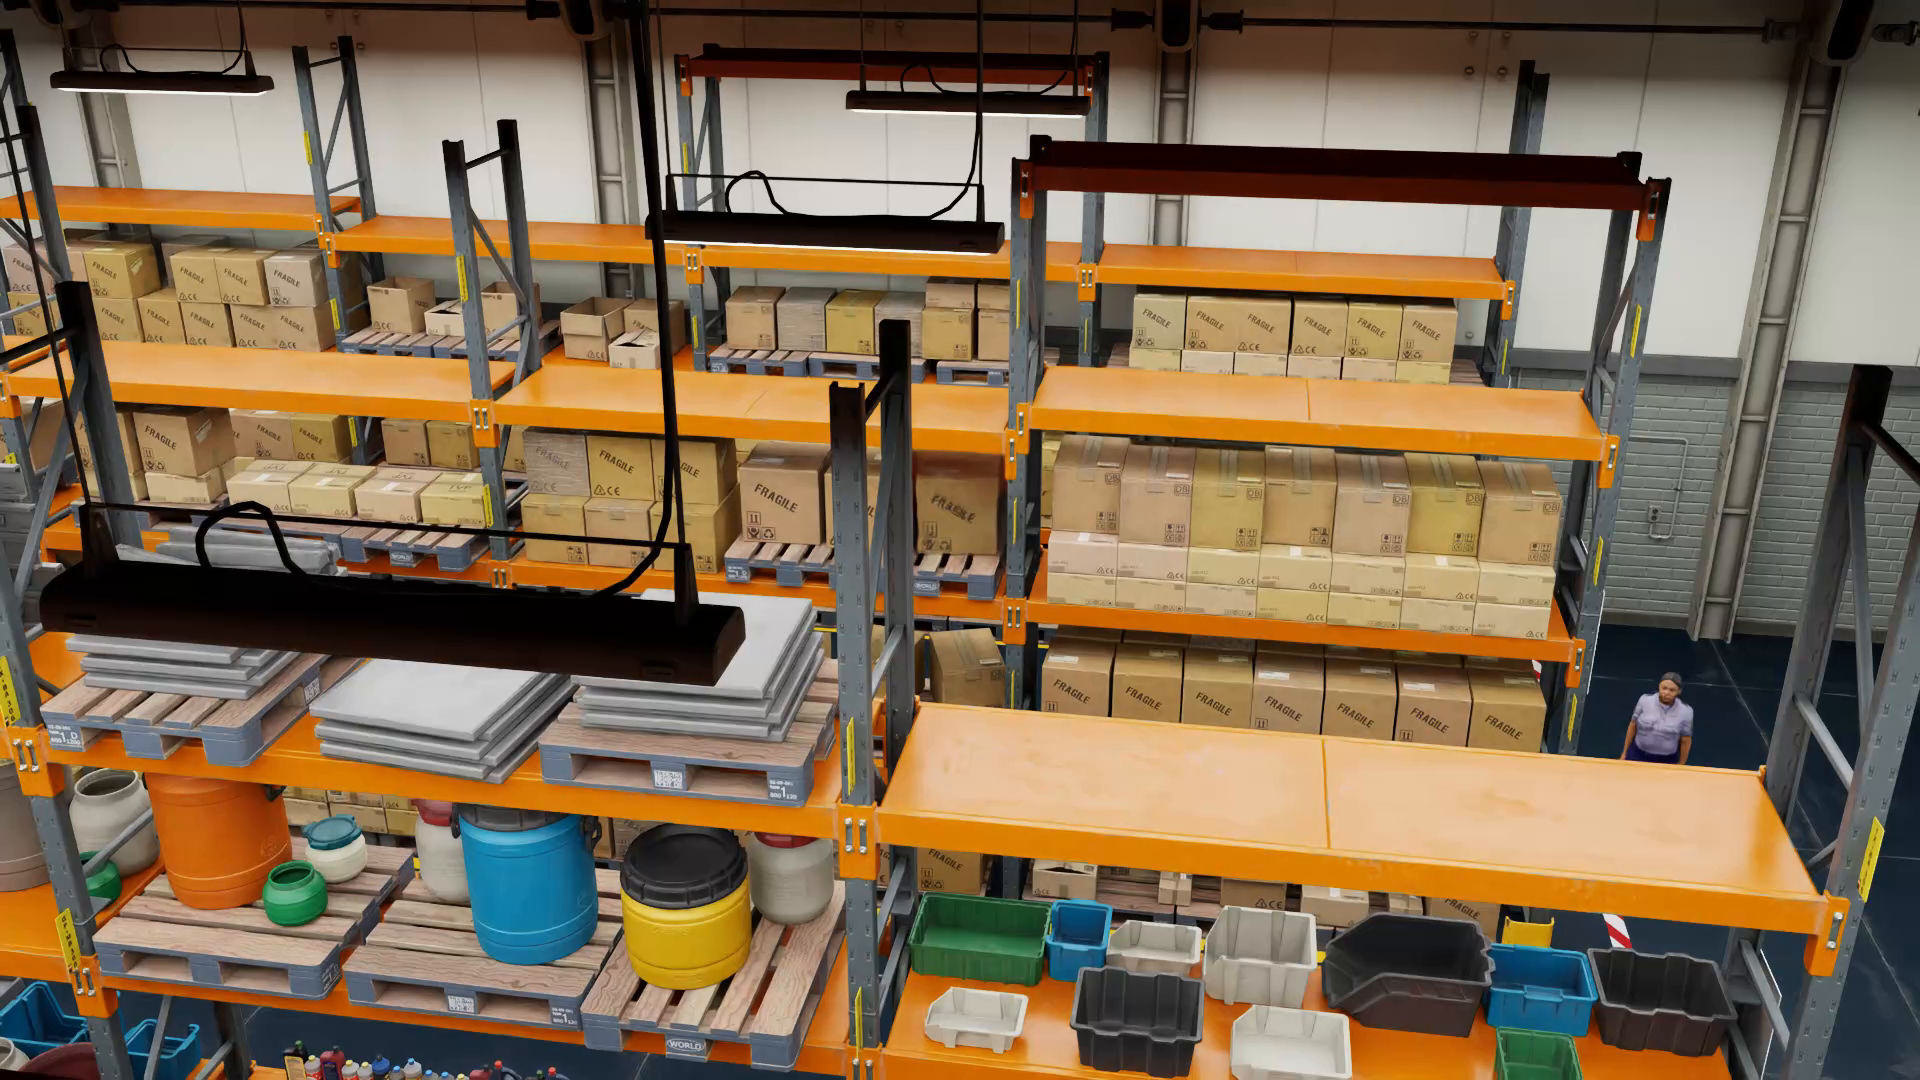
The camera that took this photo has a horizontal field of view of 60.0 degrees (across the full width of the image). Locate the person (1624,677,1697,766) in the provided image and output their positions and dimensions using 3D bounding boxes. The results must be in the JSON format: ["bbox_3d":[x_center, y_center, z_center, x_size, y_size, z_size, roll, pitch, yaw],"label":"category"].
[{"bbox_3d":[5.778,1.909,13.843,0.504,1.714,0.504,3,23,8],"label":"person"}]
